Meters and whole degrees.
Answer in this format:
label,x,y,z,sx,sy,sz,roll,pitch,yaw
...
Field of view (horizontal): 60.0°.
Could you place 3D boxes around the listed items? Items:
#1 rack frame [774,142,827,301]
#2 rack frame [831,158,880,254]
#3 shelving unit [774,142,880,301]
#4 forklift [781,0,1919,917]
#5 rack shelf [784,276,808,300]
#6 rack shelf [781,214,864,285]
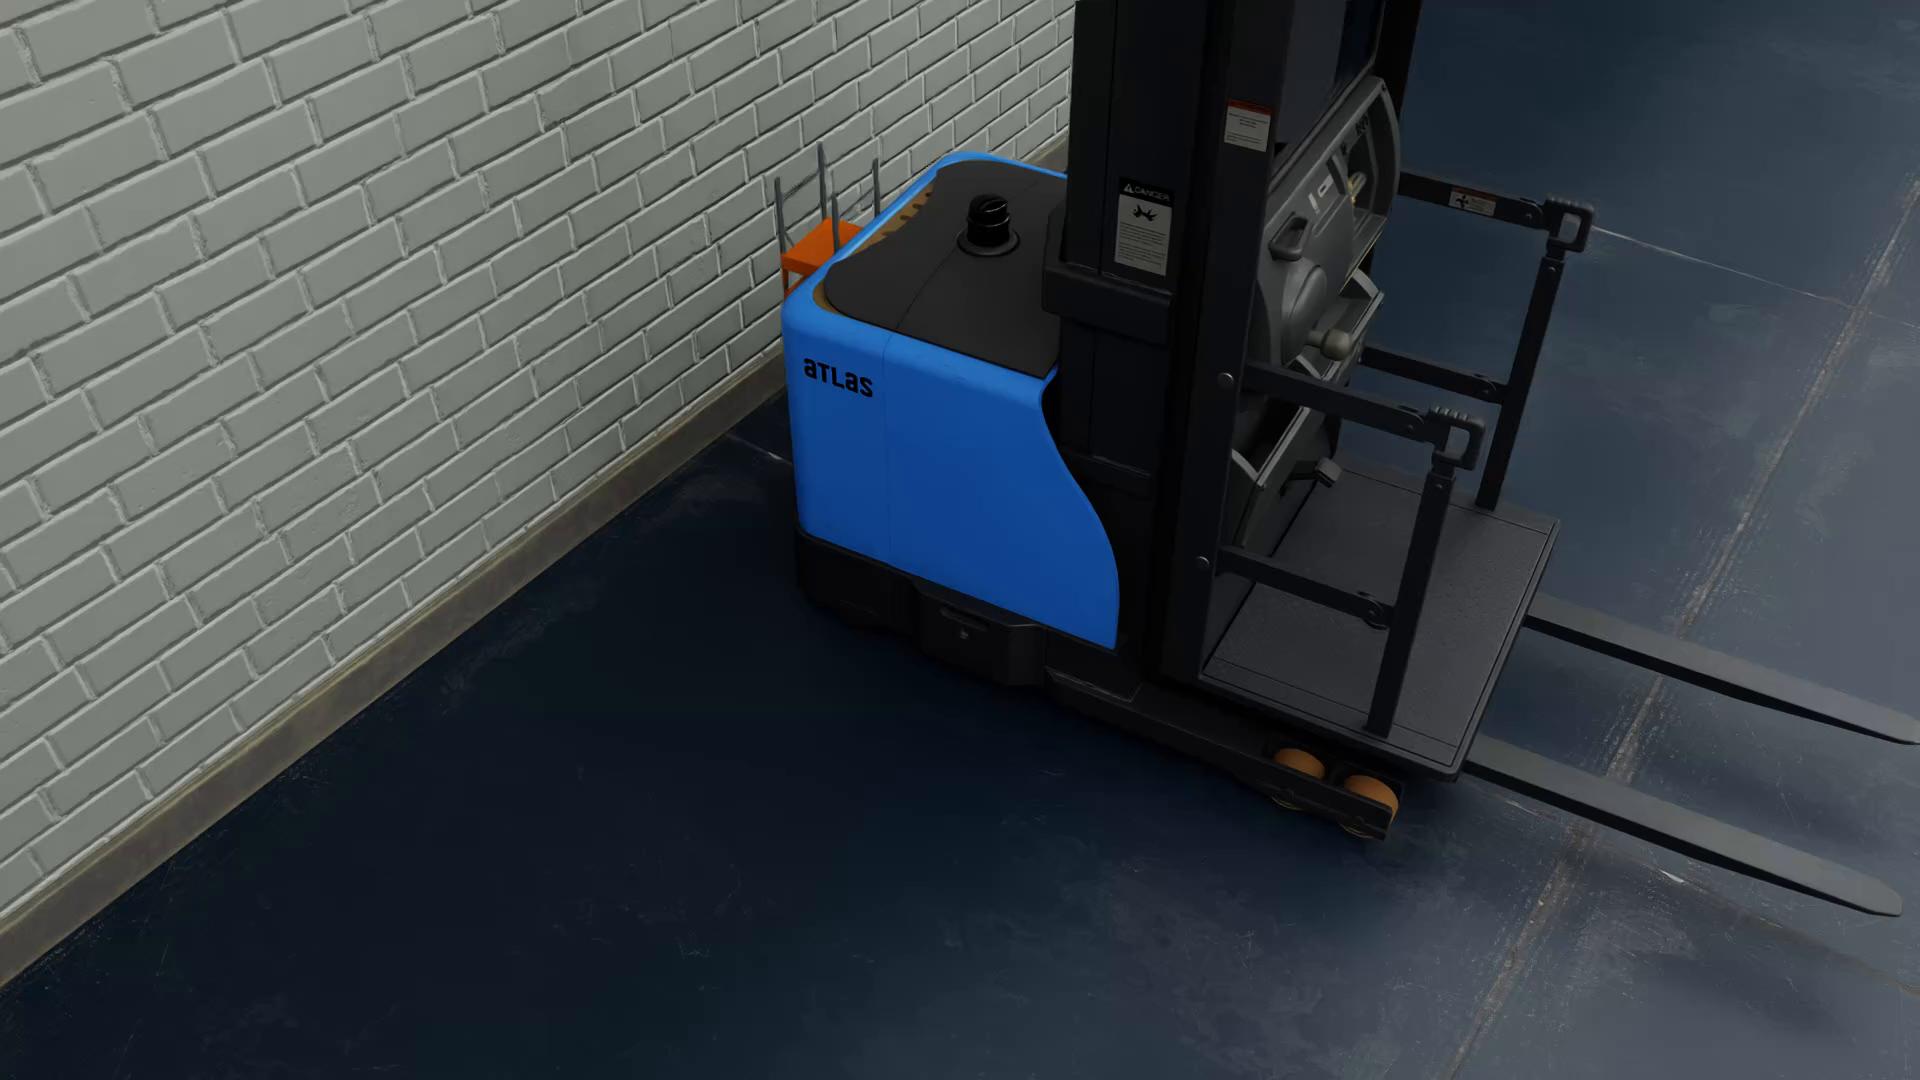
label,x,y,z,sx,sy,sz,roll,pitch,yaw
rack frame,-0.449,-0.609,5.031,0.006,1.200,0.240,20,46,21
rack frame,-0.288,-0.550,4.965,0.006,1.200,0.240,20,46,21
shelving unit,-0.368,-0.579,4.998,0.189,1.200,0.258,20,46,21
forklift,1.054,-0.718,3.855,3.031,2.935,1.130,20,46,21
rack shelf,-0.368,-0.725,4.867,0.180,0.103,0.258,20,46,21
rack shelf,-0.368,-0.815,4.787,0.180,0.103,0.258,20,46,21
